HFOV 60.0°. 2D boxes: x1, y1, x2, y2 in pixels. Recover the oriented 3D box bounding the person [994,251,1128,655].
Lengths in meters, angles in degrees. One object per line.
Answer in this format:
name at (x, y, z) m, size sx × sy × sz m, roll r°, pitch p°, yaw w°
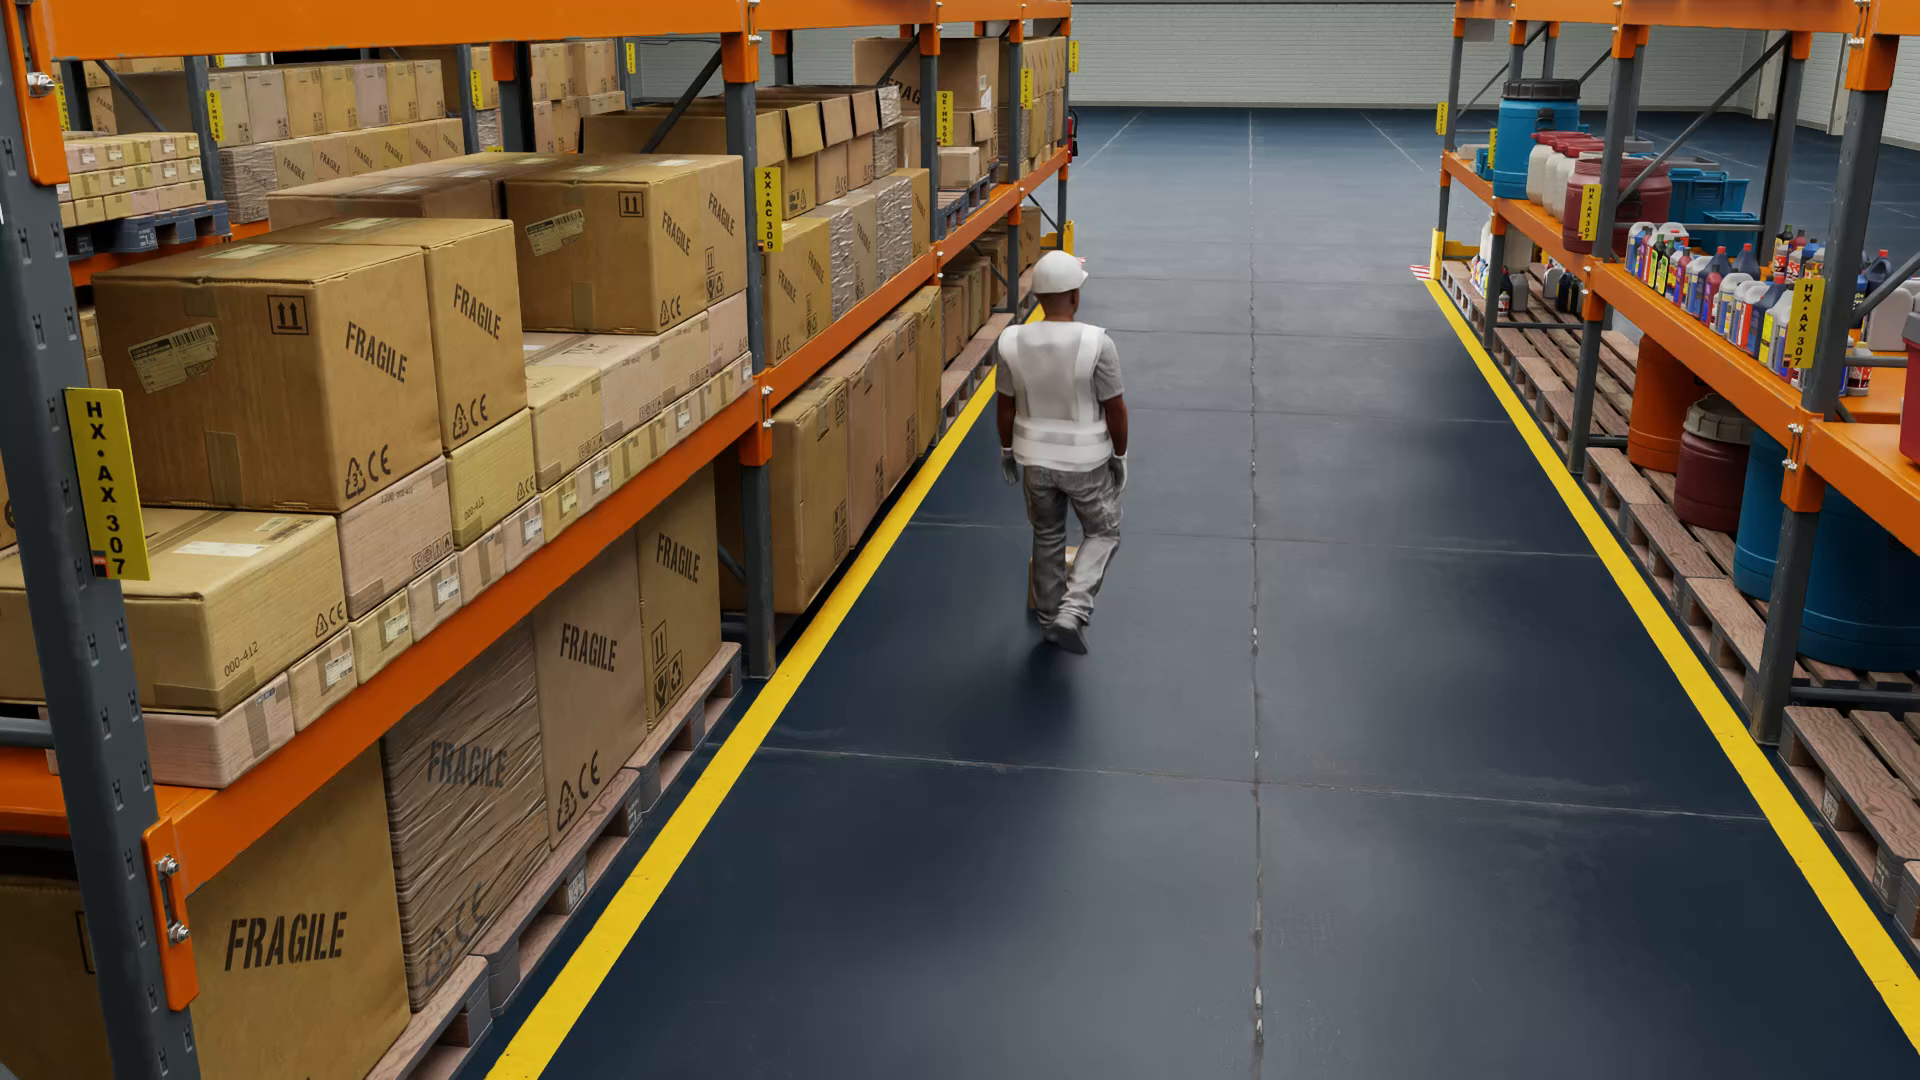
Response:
person at (0.446, -0.359, 7.119) m, size 0.591 × 1.771 × 0.740 m, roll 7°, pitch 19°, yaw 20°
